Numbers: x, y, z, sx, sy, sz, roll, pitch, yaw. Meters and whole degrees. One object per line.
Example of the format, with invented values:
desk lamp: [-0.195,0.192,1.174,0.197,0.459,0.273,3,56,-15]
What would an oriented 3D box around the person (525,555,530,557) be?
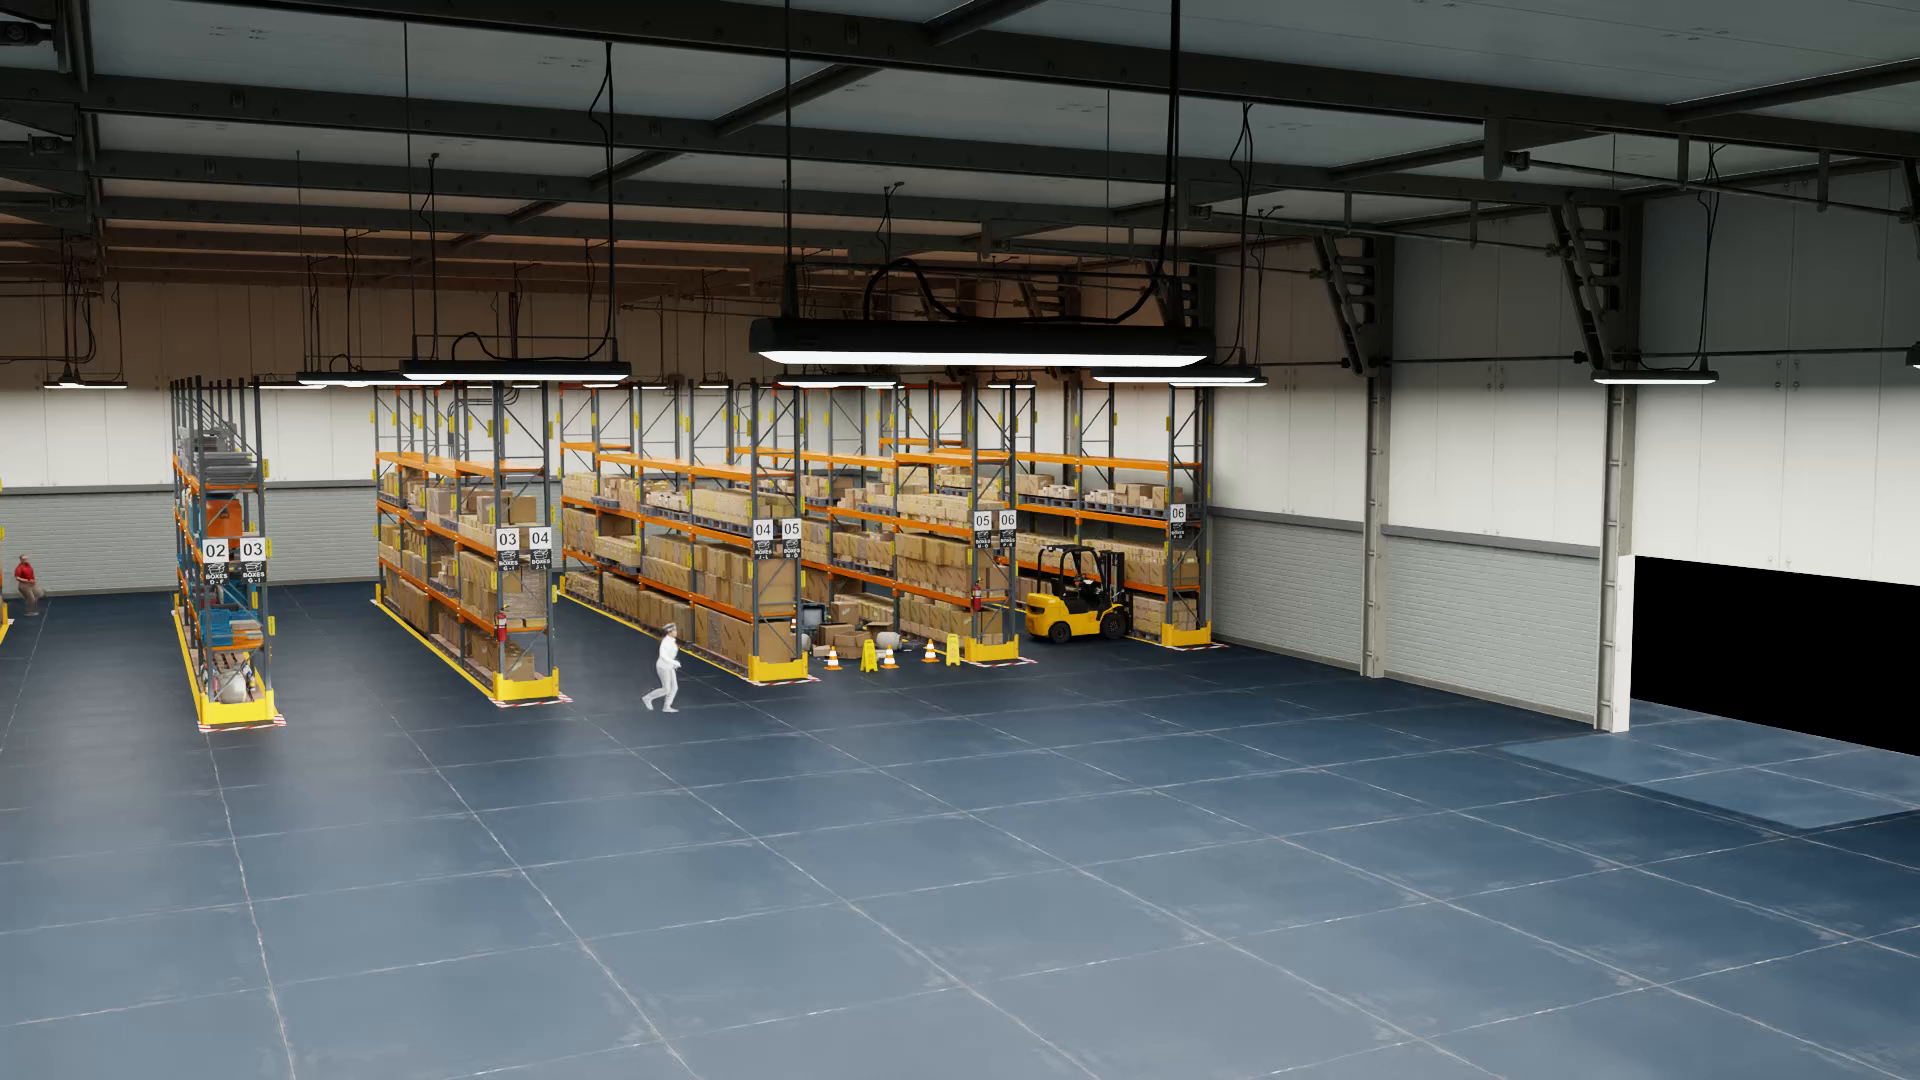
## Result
person: [-11.582,0.864,45.270,0.717,1.672,0.827,-5,7,-42]

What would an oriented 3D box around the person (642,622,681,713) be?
person: [-5.310,2.283,29.694,0.716,1.635,0.609,1,5,6]

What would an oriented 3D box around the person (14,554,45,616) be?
person: [-23.706,1.155,42.330,0.535,1.613,0.773,0,5,1]
